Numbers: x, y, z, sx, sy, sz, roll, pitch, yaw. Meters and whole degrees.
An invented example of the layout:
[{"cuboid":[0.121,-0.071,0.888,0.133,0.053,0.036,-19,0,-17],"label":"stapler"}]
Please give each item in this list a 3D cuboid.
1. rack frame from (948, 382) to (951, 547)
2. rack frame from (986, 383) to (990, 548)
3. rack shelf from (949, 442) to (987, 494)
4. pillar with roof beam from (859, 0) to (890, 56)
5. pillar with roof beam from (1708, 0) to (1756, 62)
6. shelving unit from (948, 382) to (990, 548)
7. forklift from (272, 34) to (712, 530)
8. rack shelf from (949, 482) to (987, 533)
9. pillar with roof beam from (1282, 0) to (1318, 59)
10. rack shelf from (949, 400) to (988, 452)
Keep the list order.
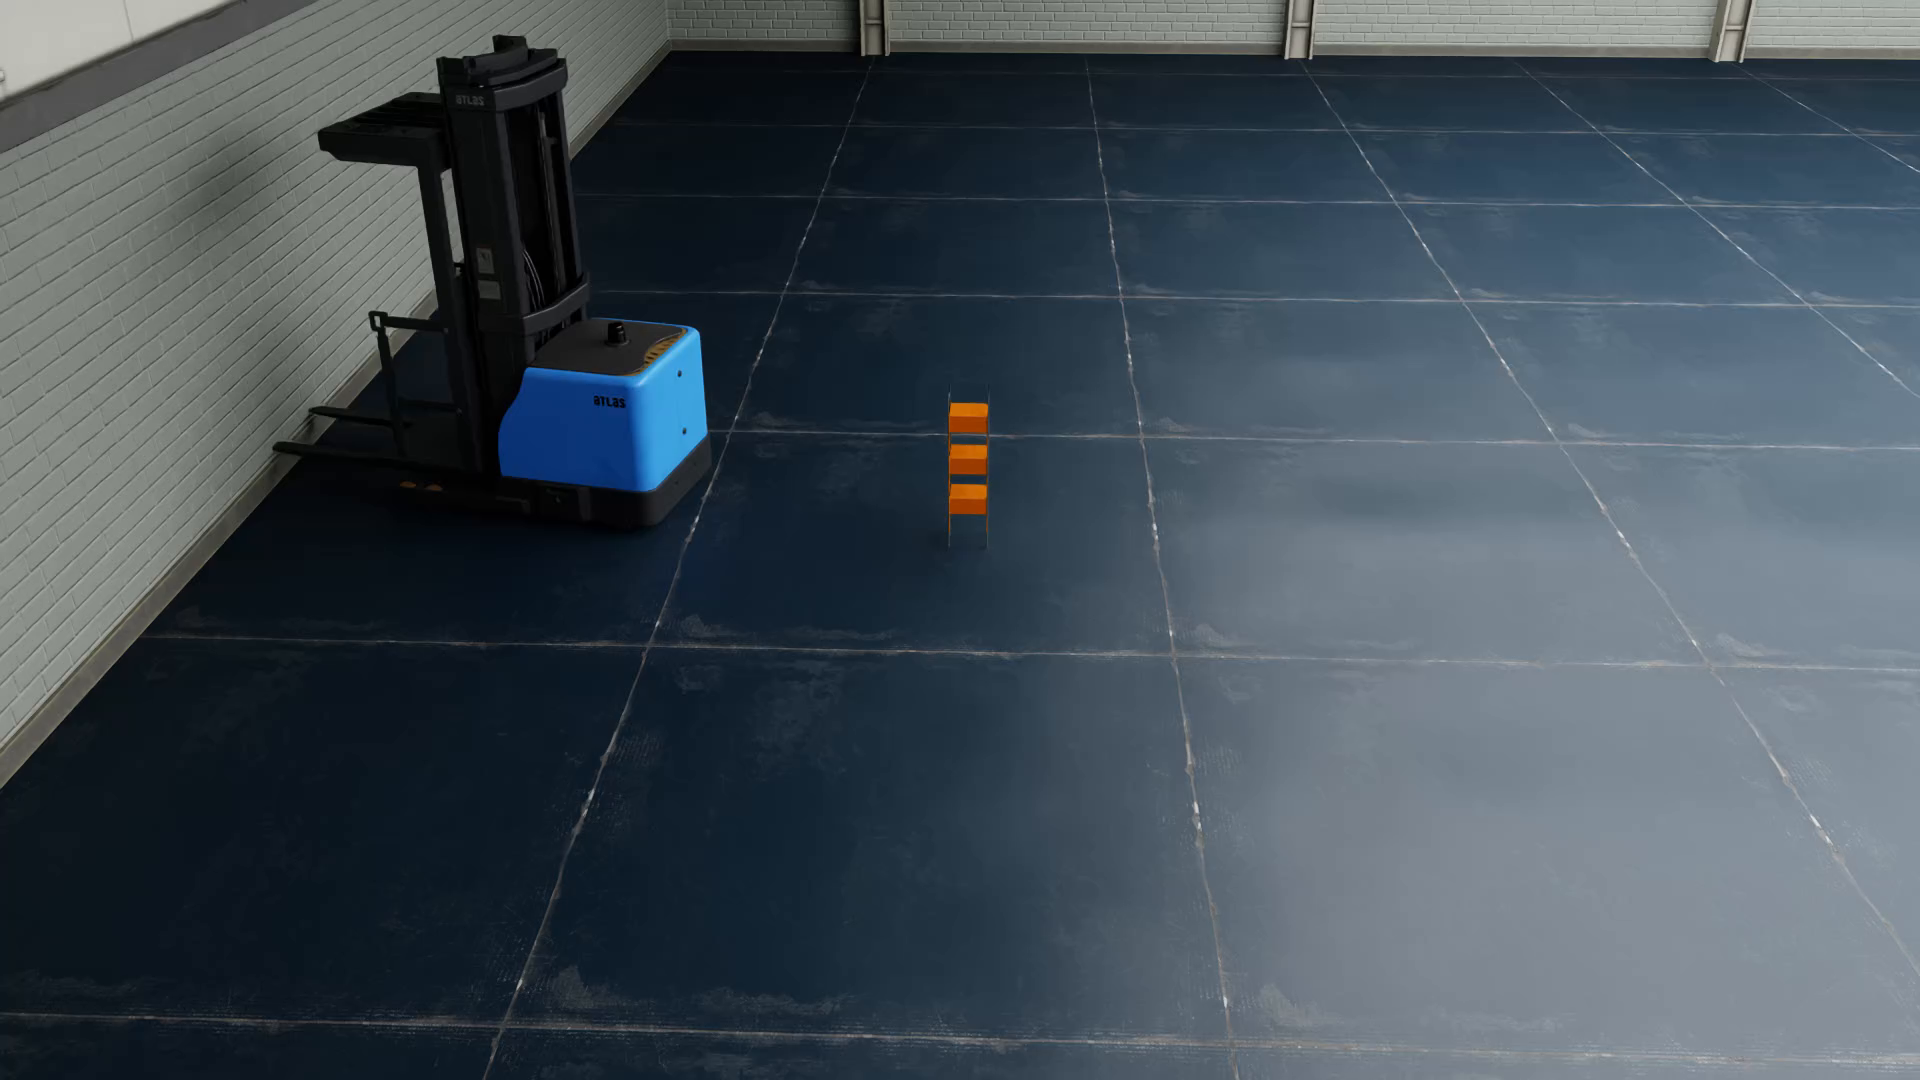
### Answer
[{"cuboid":[-0.068,-0.465,10.432,0.008,1.050,0.200,1,28,2],"label":"rack frame"},{"cuboid":[0.175,-0.461,10.424,0.008,1.050,0.200,1,28,2],"label":"rack frame"},{"cuboid":[0.053,-0.454,10.433,0.240,0.259,0.215,1,28,2],"label":"rack shelf"},{"cuboid":[-1.362,-8.928,17.909,0.400,9.000,9.100,1,28,2],"label":"pillar with roof beam"},{"cuboid":[10.630,-8.729,17.535,0.400,9.000,9.100,1,28,2],"label":"pillar with roof beam"},{"cuboid":[0.053,-0.463,10.428,0.252,1.050,0.215,1,28,2],"label":"shelving unit"},{"cuboid":[-3.289,-1.724,10.798,3.031,2.935,1.130,7,29,13],"label":"forklift"},{"cuboid":[0.053,-0.208,10.563,0.240,0.259,0.215,1,28,2],"label":"rack shelf"},{"cuboid":[4.634,-8.828,17.722,0.400,9.000,9.100,1,28,2],"label":"pillar with roof beam"},{"cuboid":[0.053,-0.704,10.300,0.240,0.259,0.215,1,28,2],"label":"rack shelf"}]
